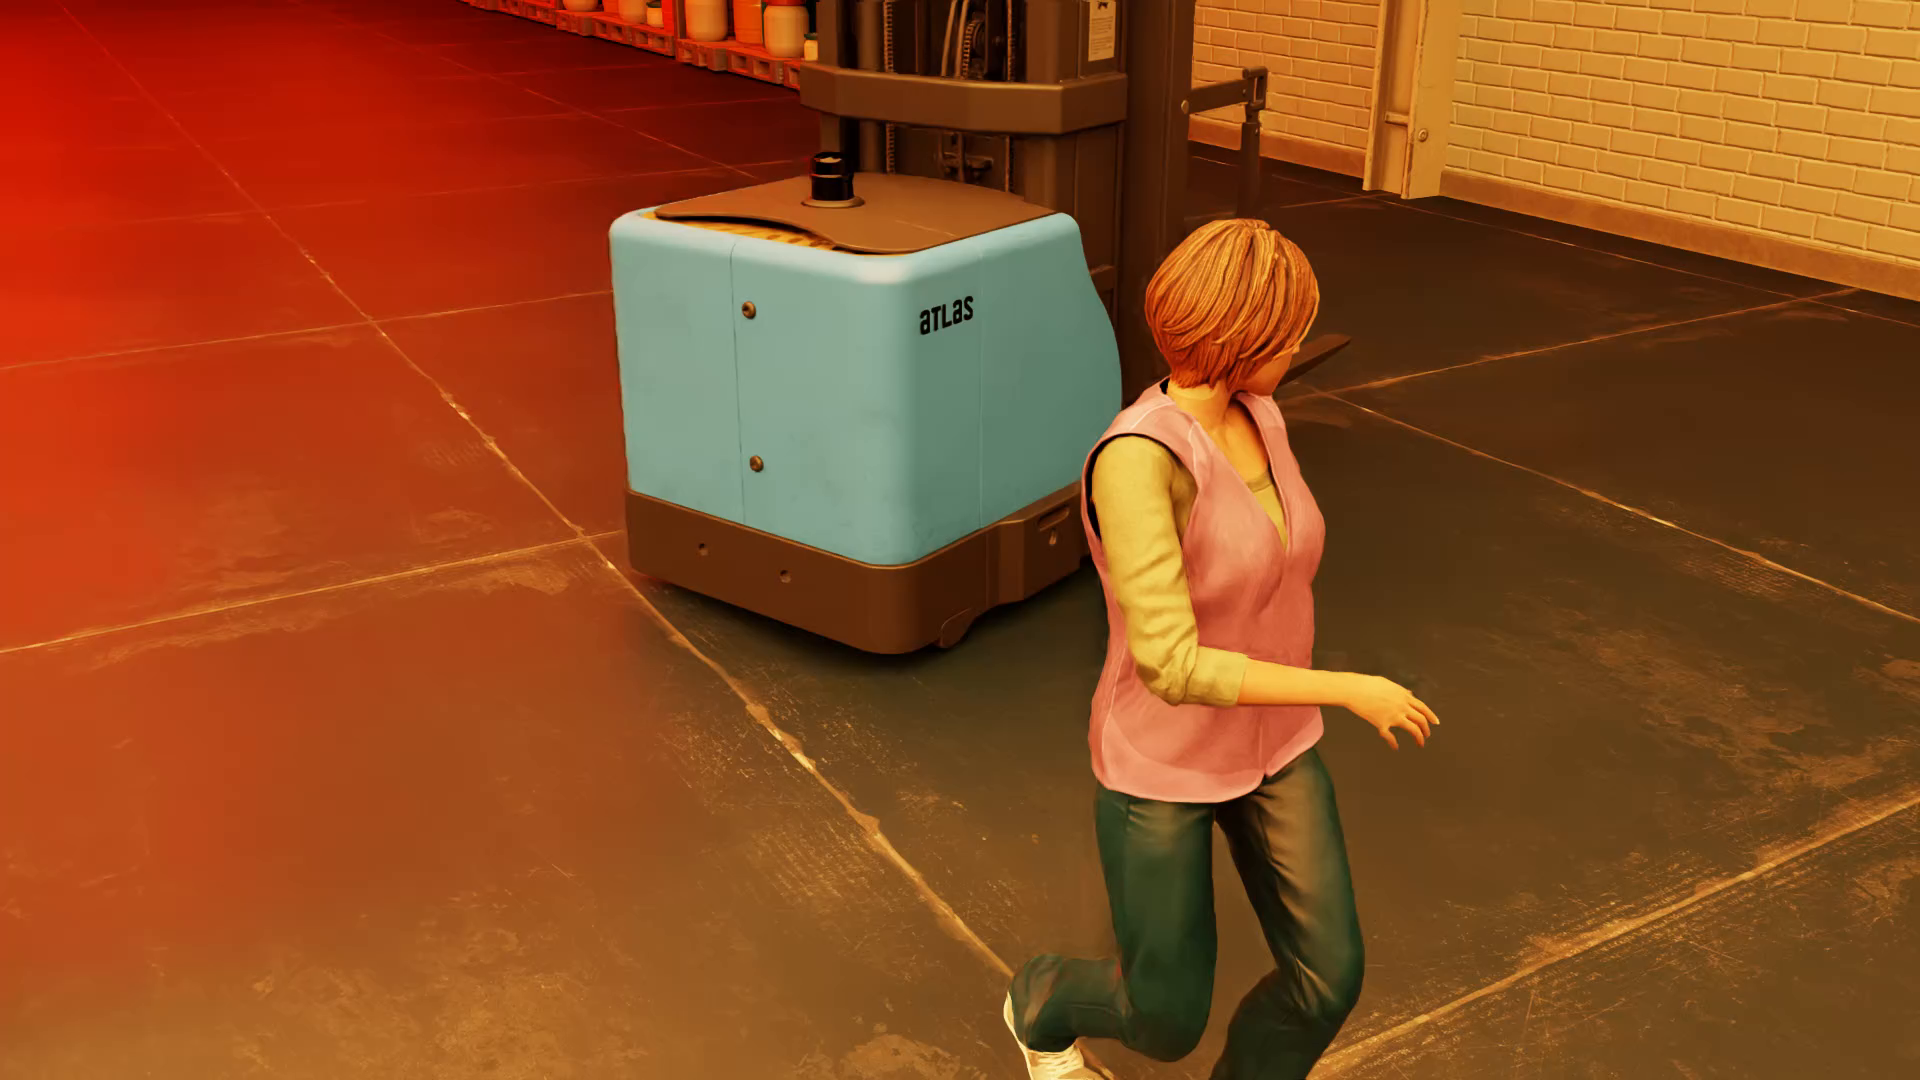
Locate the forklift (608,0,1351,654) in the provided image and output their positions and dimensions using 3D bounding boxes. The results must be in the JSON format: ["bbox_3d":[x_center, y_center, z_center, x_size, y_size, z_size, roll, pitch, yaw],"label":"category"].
[{"bbox_3d":[0.340,-1.559,5.072,1.130,2.935,3.031,16,27,34],"label":"forklift"}]

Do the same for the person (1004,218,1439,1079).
[{"bbox_3d":[0.362,0.300,2.416,0.494,1.531,0.659,-14,26,-31],"label":"person"}]
